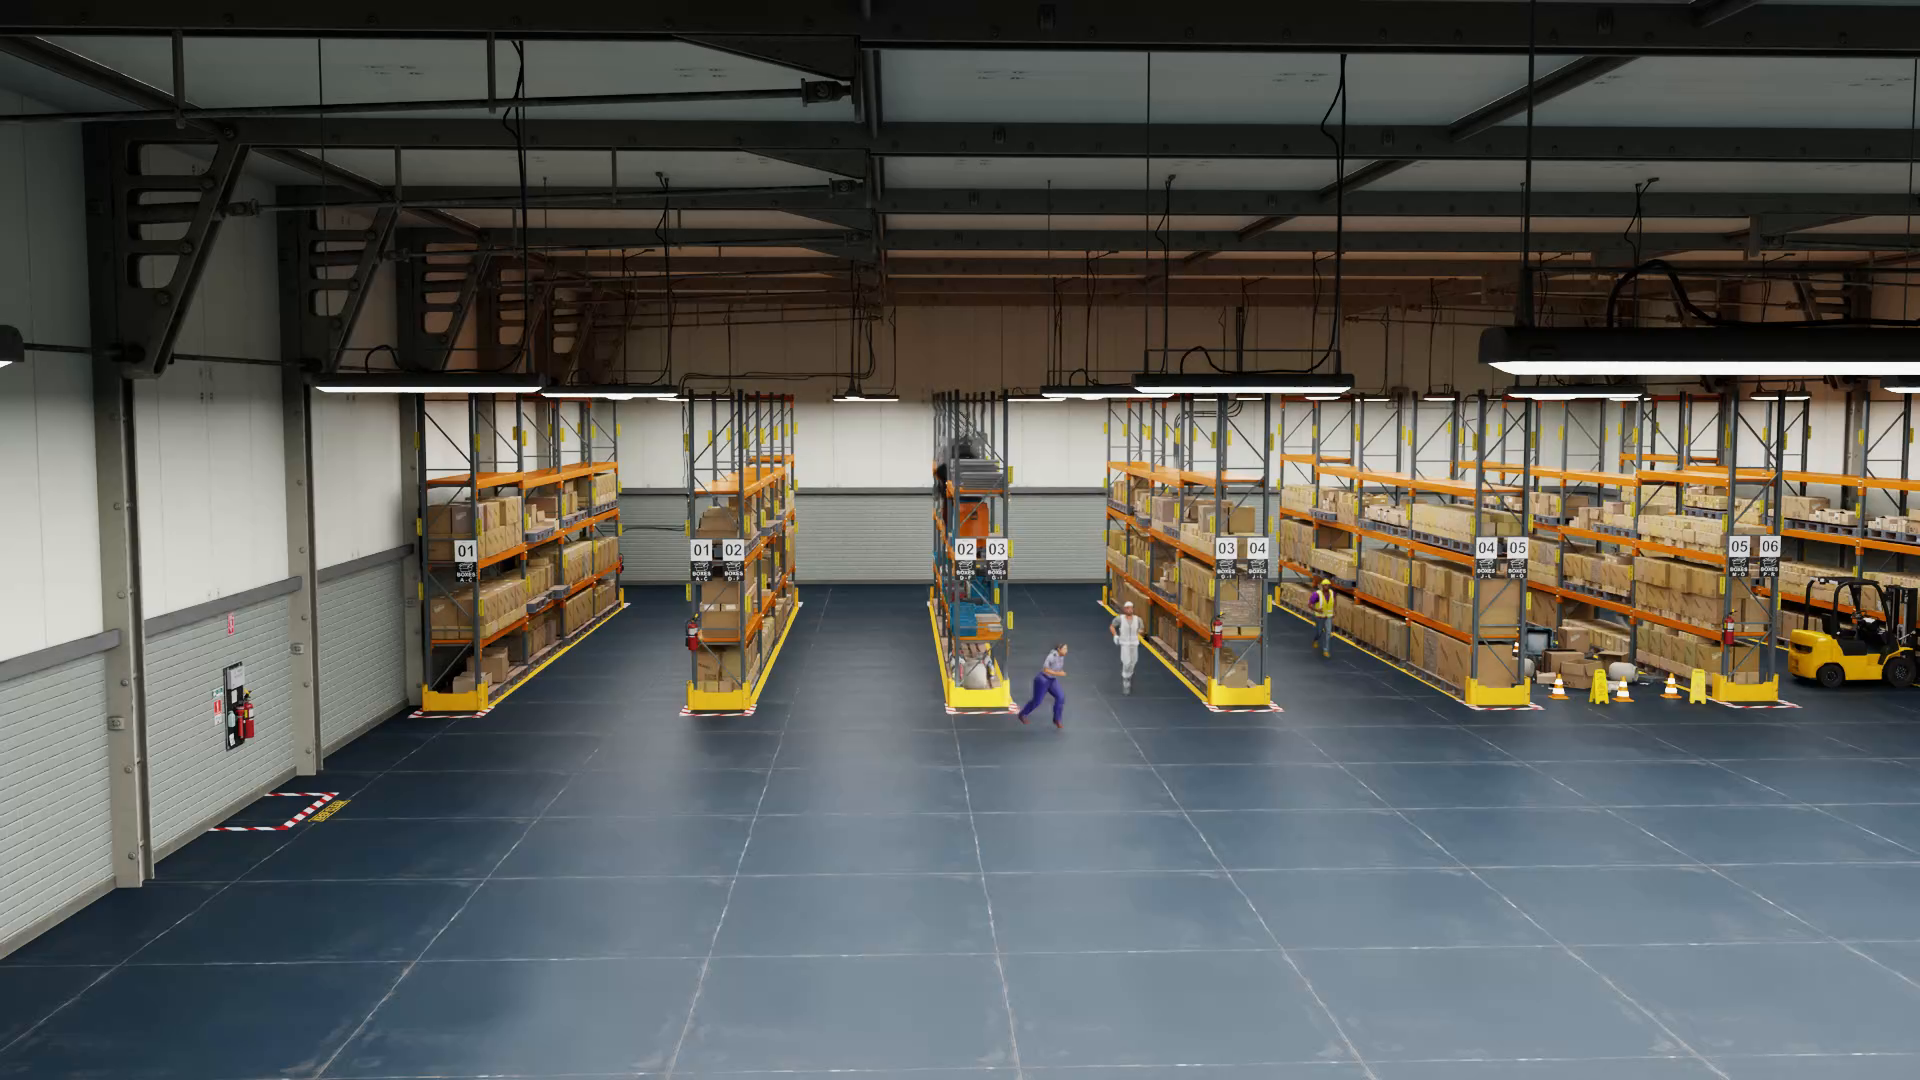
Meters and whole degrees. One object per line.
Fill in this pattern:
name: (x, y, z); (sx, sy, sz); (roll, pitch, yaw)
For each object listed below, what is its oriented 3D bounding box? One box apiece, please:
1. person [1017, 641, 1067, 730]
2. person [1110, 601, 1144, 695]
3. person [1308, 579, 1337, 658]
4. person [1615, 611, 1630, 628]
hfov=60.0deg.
person: (1.475, 2.572, 29.470); (0.956, 1.613, 0.645); (2, 5, 27)
person: (3.351, 2.138, 33.017); (0.630, 1.844, 0.735); (-1, 5, -10)
person: (8.277, 1.756, 37.917); (0.725, 1.757, 1.010); (-1, 5, -9)
person: (16.253, 1.538, 40.508); (0.640, 1.742, 0.636); (0, 5, -3)
